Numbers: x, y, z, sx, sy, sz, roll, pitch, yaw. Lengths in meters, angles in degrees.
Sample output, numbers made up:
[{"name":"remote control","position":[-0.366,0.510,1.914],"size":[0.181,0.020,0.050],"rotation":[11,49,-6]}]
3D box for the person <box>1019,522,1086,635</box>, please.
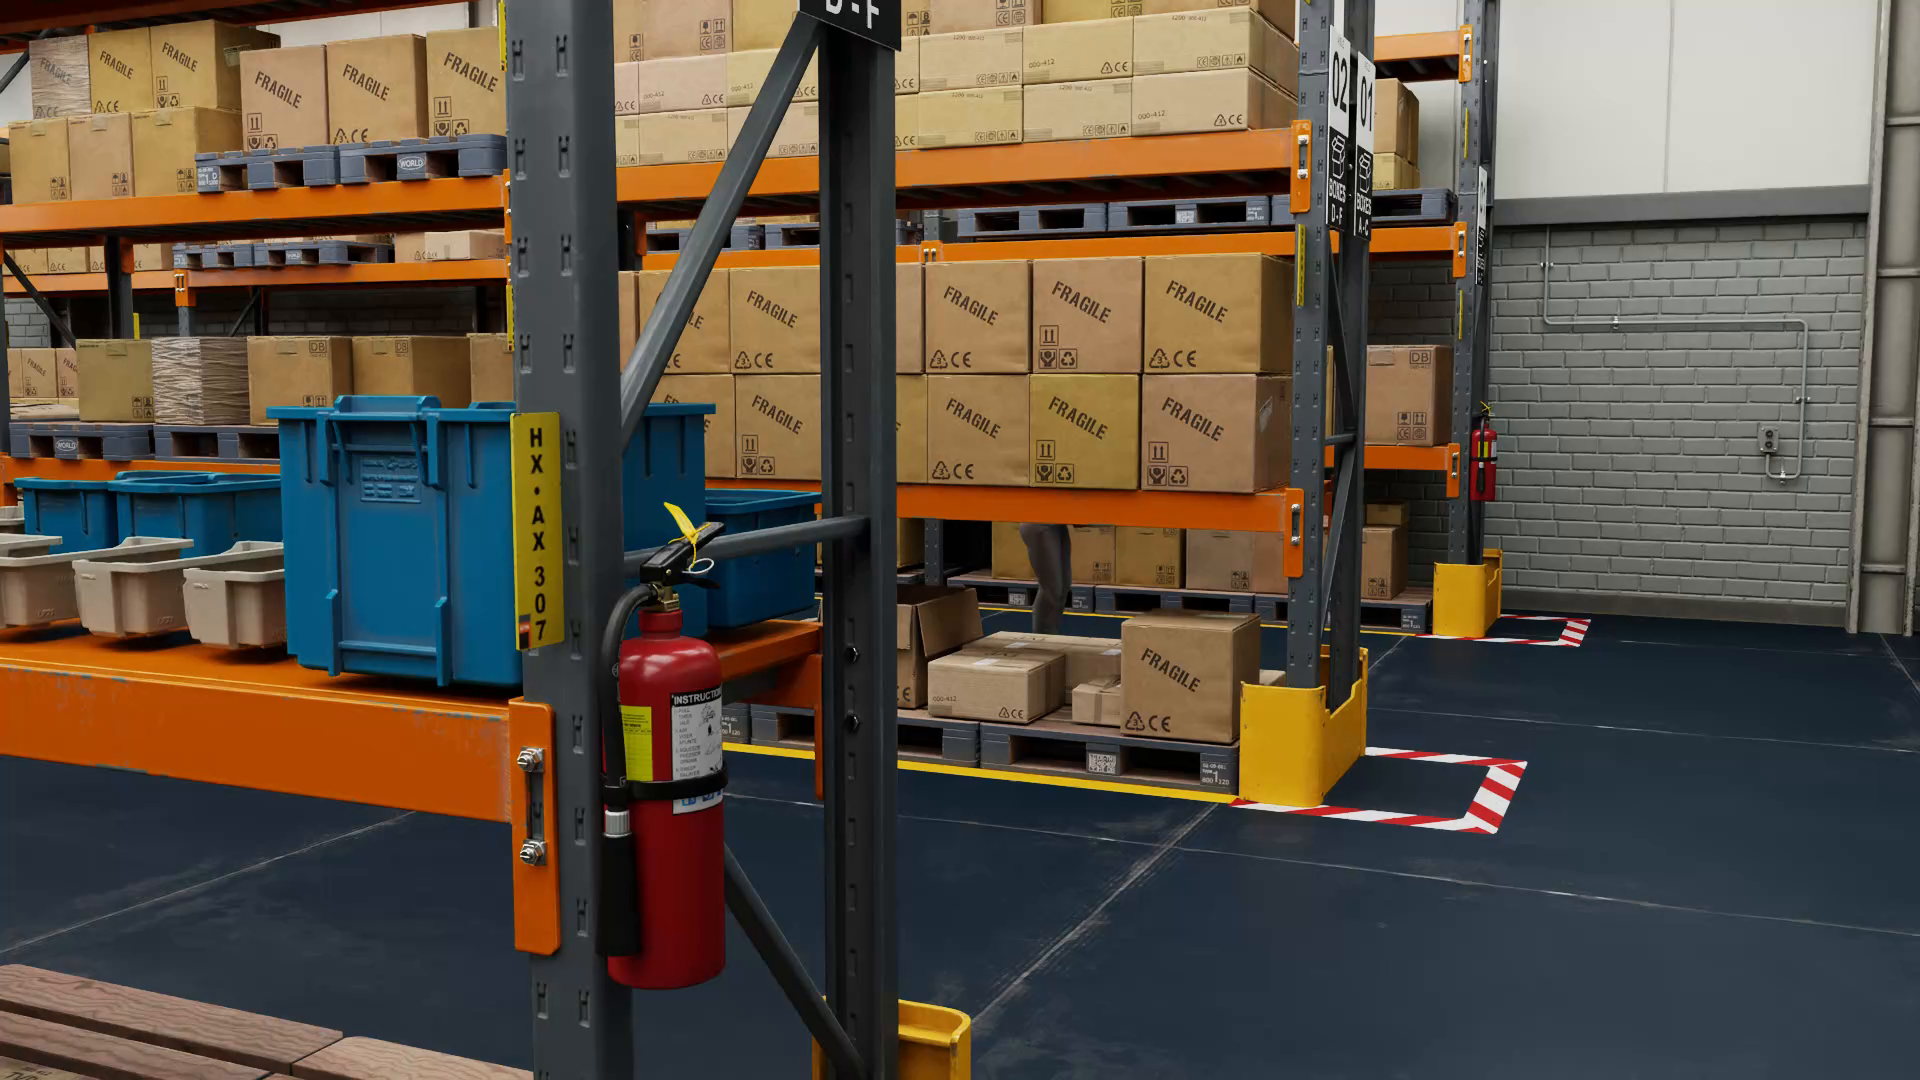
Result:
[{"name":"person","position":[0.616,-0.081,10.468],"size":[0.534,1.688,0.450],"rotation":[3,6,24]}]
